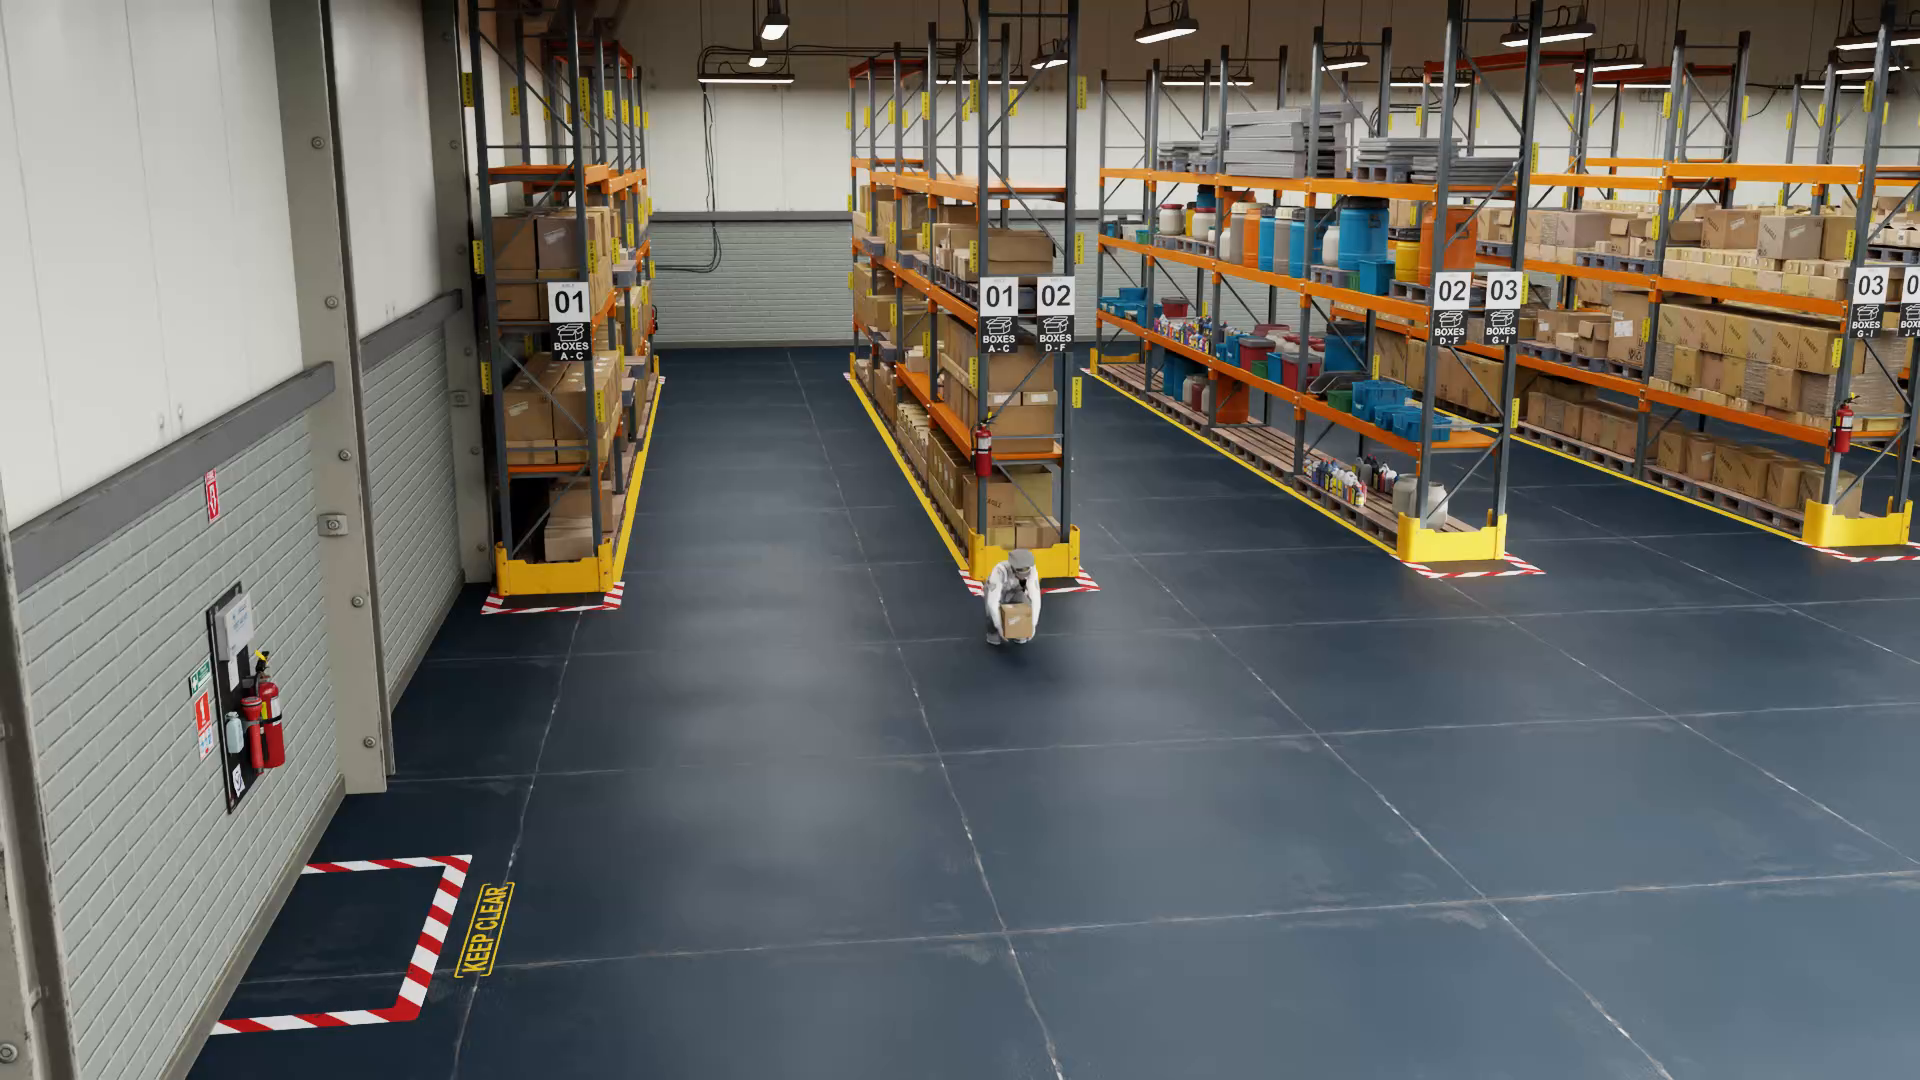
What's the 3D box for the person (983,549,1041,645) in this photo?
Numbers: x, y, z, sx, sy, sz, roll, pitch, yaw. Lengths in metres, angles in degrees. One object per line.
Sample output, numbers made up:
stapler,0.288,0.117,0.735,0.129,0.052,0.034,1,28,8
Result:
person,0.470,0.509,15.375,0.496,0.964,0.822,-2,13,-8
